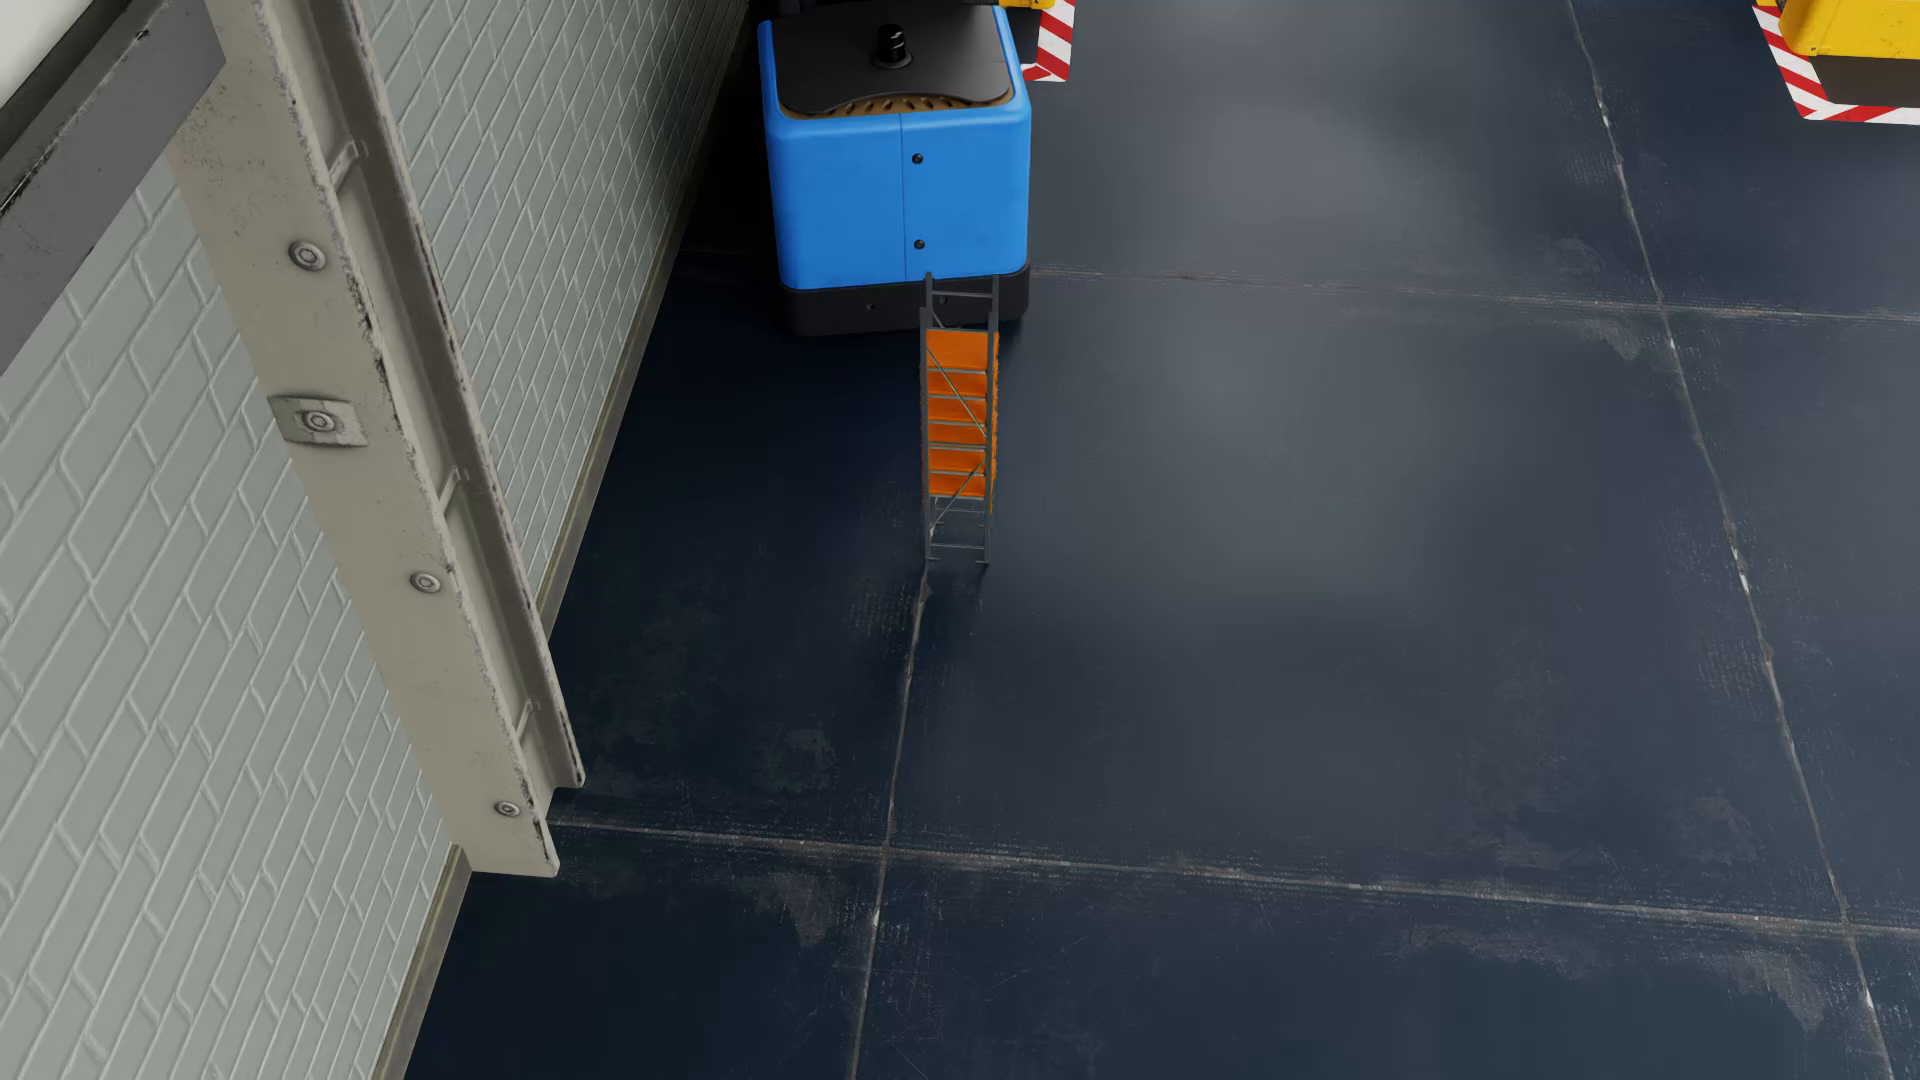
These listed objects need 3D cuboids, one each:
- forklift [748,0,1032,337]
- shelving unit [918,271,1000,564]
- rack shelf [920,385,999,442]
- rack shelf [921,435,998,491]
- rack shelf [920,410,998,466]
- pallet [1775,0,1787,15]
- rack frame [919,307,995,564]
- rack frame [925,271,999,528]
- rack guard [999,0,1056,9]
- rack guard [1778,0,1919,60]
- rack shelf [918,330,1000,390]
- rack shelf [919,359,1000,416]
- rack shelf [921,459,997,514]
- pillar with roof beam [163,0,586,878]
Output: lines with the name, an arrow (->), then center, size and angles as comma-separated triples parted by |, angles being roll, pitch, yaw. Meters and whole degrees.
forklift -> -0.404, -2.932, 6.946 | 1.130, 2.935, 3.031 | -5, 48, -5
shelving unit -> -0.001, -0.394, 5.798 | 0.258, 1.200, 0.189 | 4, 48, 4
rack shelf -> -0.001, -0.445, 5.742 | 0.258, 0.103, 0.180 | 4, 48, 4
rack shelf -> -0.001, -0.283, 5.919 | 0.258, 0.103, 0.180 | 4, 48, 4
rack shelf -> -0.001, -0.364, 5.830 | 0.258, 0.103, 0.180 | 4, 48, 4
pallet -> 4.889, -3.229, 9.060 | 1.003, 0.211, 1.213 | 4, 48, 4
rack frame -> -0.010, -0.327, 5.736 | 0.240, 1.200, 0.006 | 4, 48, 4
rack frame -> 0.007, -0.462, 5.859 | 0.240, 1.200, 0.006 | 4, 48, 4
rack guard -> -0.066, -3.148, 8.790 | 1.175, 0.500, 0.348 | 4, 48, 4
rack guard -> 4.859, -2.744, 8.421 | 1.175, 0.500, 0.348 | 4, 48, 4
rack shelf -> -0.001, -0.607, 5.565 | 0.258, 0.103, 0.180 | 4, 48, 4
rack shelf -> -0.001, -0.526, 5.653 | 0.258, 0.103, 0.180 | 4, 48, 4
rack shelf -> -0.001, -0.202, 6.007 | 0.258, 0.103, 0.180 | 4, 48, 4
pillar with roof beam -> 2.870, -1.834, 1.829 | 9.100, 9.000, 0.400 | 4, 48, 4
